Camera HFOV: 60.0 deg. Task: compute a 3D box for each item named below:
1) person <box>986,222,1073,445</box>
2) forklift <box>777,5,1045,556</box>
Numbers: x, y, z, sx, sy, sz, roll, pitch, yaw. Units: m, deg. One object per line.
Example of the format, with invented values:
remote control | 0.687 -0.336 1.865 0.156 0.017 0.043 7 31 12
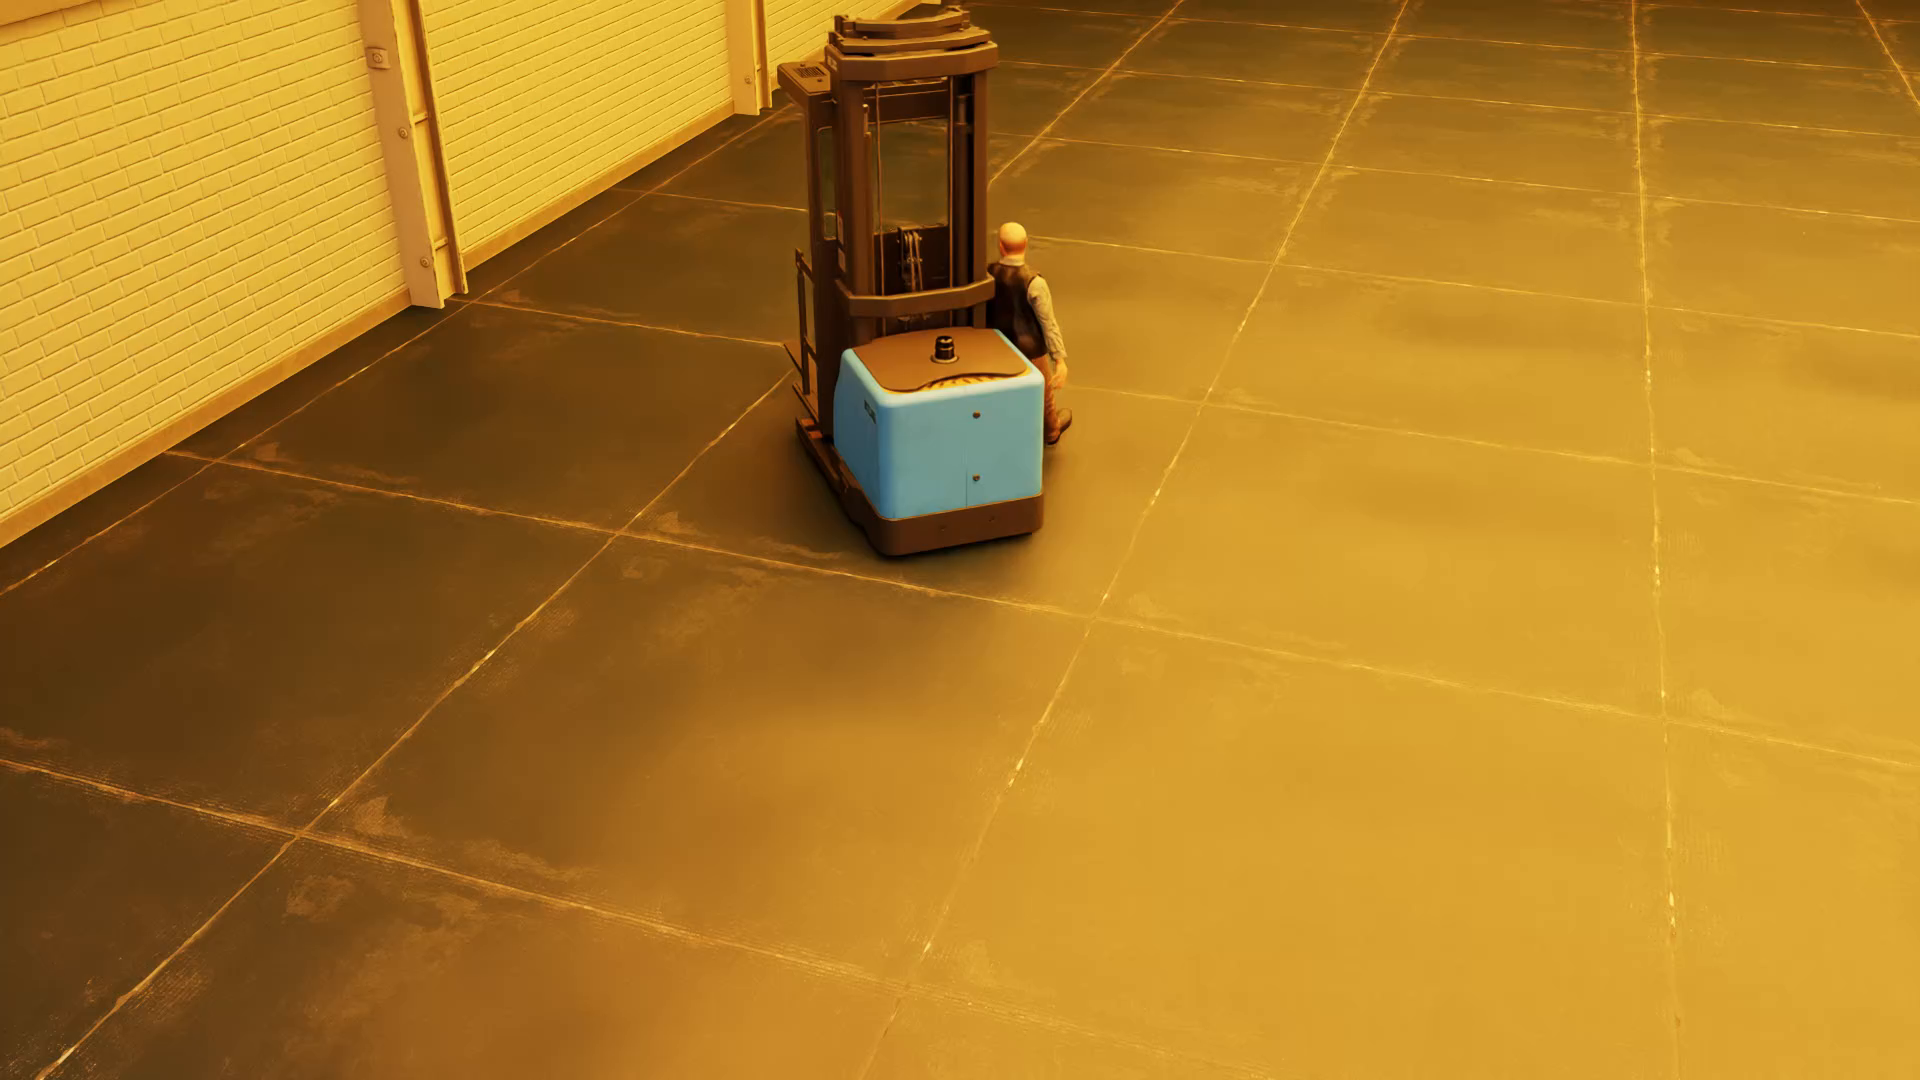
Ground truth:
person | 0.430 -1.249 10.576 0.723 1.625 0.945 14 33 23
forklift | -0.467 -1.897 10.464 1.130 2.935 3.031 -10 31 -17
